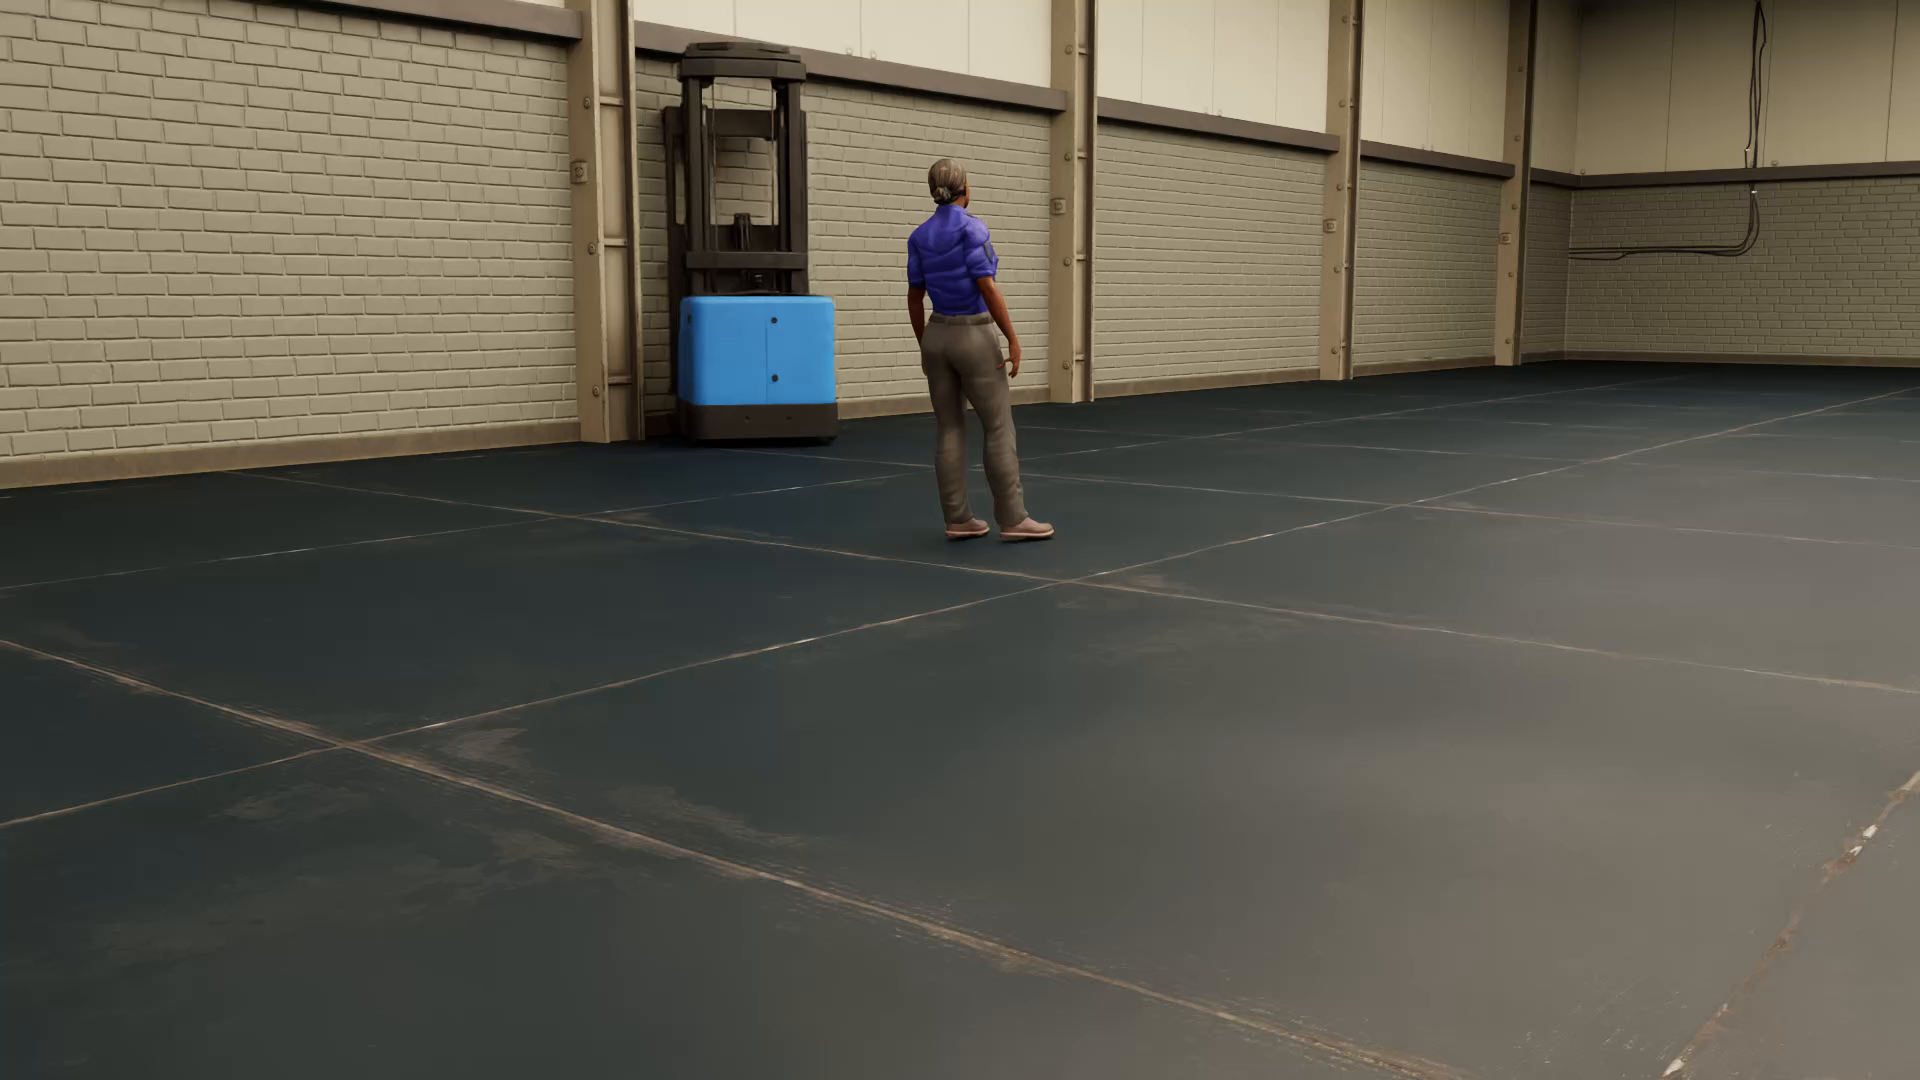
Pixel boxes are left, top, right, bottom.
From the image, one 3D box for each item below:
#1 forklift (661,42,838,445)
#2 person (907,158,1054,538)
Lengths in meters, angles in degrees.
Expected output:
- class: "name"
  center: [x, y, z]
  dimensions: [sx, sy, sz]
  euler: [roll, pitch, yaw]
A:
- class: "forklift"
  center: [-1.790, -2.319, 13.127]
  dimensions: [1.130, 2.935, 3.031]
  euler: [-2, 9, -16]
- class: "person"
  center: [0.070, -0.834, 7.339]
  dimensions: [0.569, 1.654, 0.504]
  euler: [7, 11, 38]
